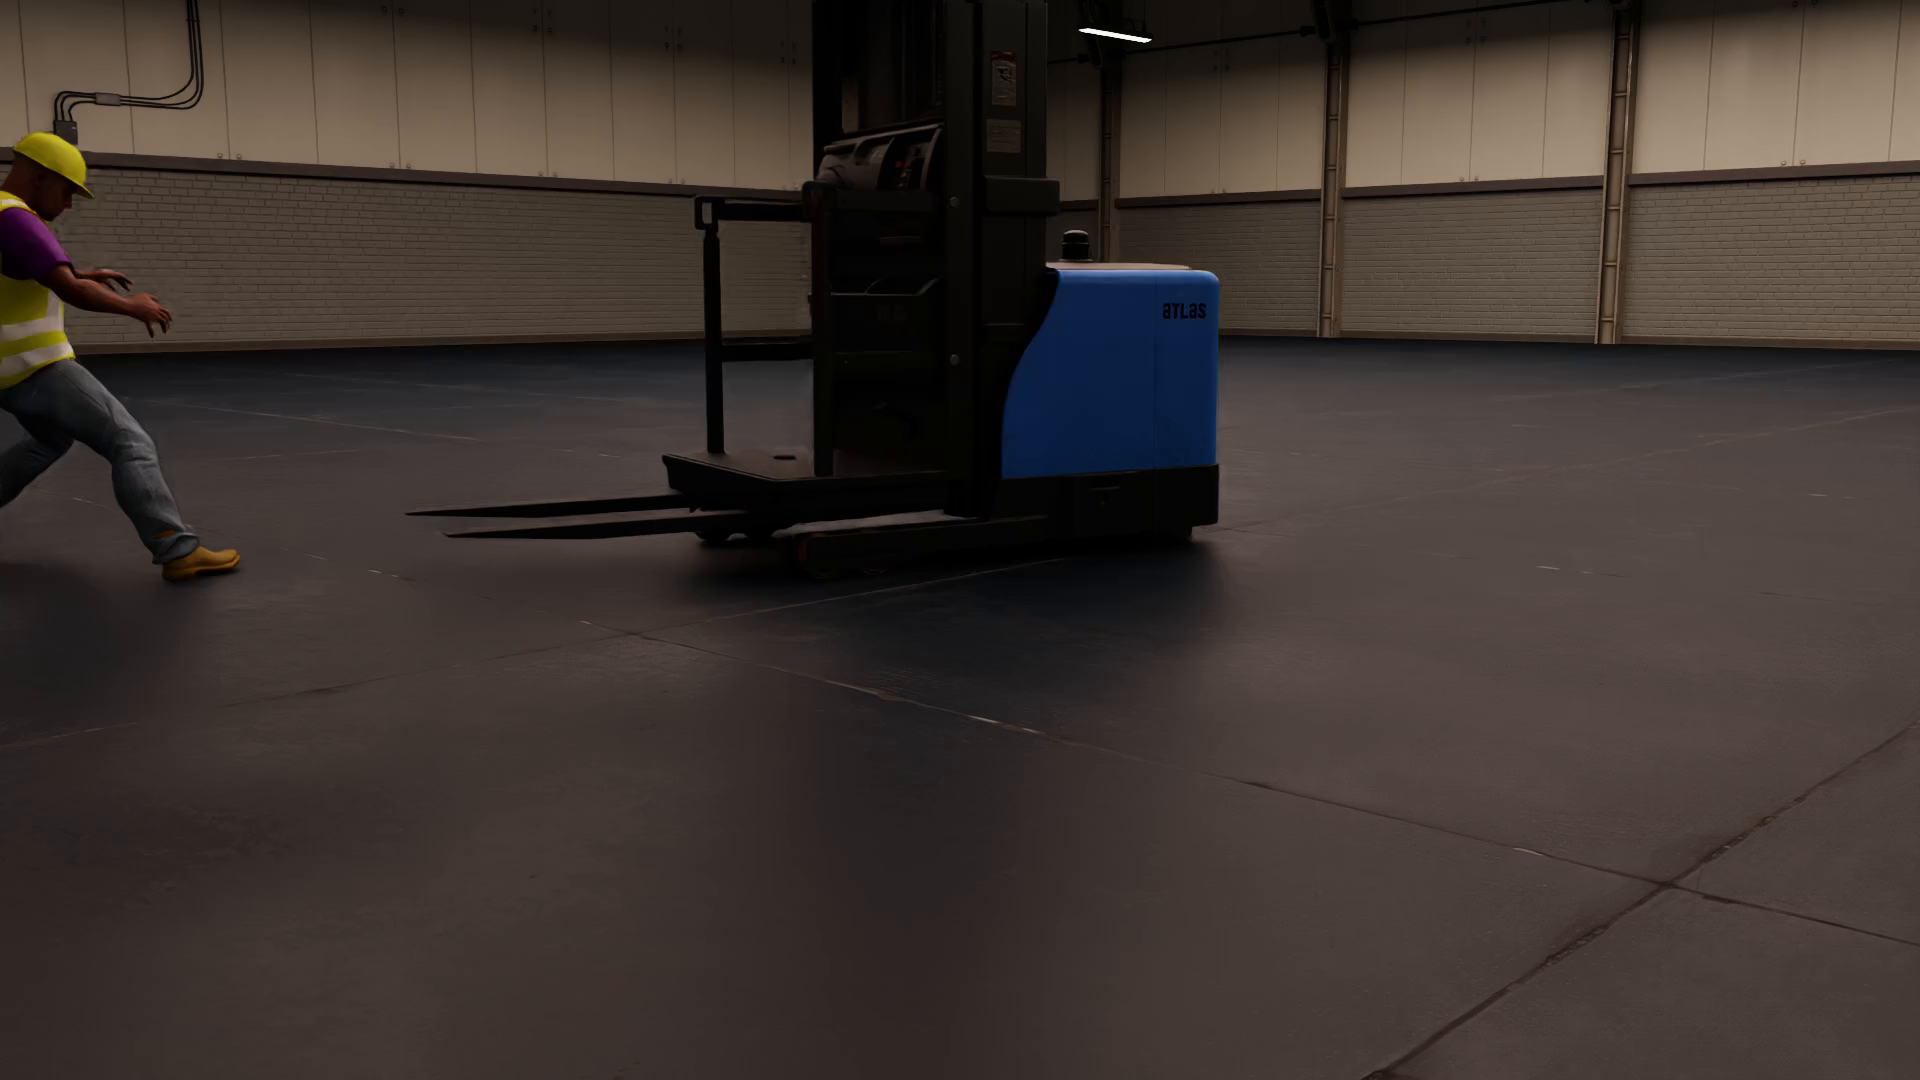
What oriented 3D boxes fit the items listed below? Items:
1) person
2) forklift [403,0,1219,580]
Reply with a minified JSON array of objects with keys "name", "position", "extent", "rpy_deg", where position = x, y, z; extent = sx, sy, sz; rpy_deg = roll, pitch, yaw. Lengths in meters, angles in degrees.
[{"name":"person","position":[-3.247,-0.689,6.088],"extent":[0.773,1.552,1.316],"rpy_deg":[-7,11,-39]},{"name":"forklift","position":[-0.495,-1.399,6.165],"extent":[3.031,2.935,1.130],"rpy_deg":[-5,10,-30]}]
